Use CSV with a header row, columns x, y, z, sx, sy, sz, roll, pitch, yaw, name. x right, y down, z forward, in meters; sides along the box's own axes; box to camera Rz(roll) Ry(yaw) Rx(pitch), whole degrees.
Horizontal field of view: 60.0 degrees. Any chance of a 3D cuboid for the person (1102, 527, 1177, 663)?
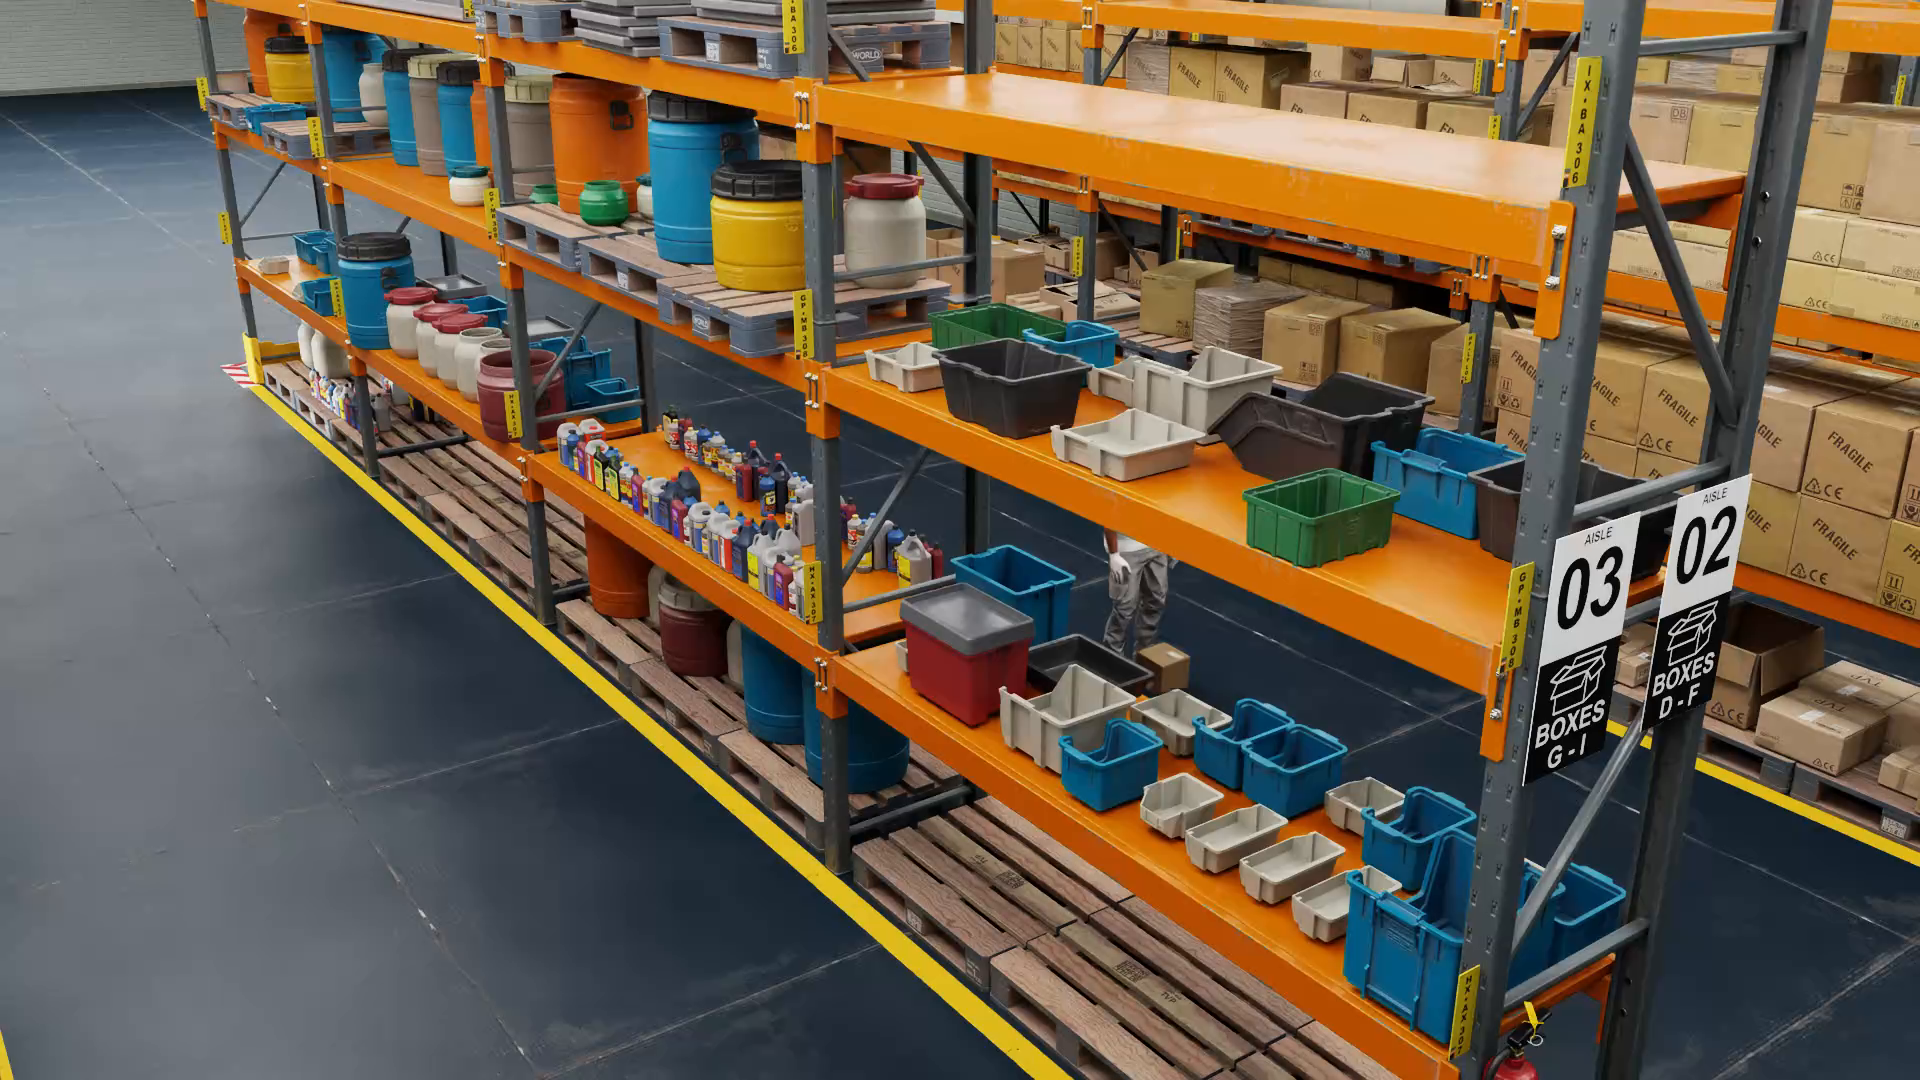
x,y,z,sx,sy,sz,roll,pitch,yaw,name
1.186,0.072,10.882,0.595,1.775,0.440,-16,26,-35,person
